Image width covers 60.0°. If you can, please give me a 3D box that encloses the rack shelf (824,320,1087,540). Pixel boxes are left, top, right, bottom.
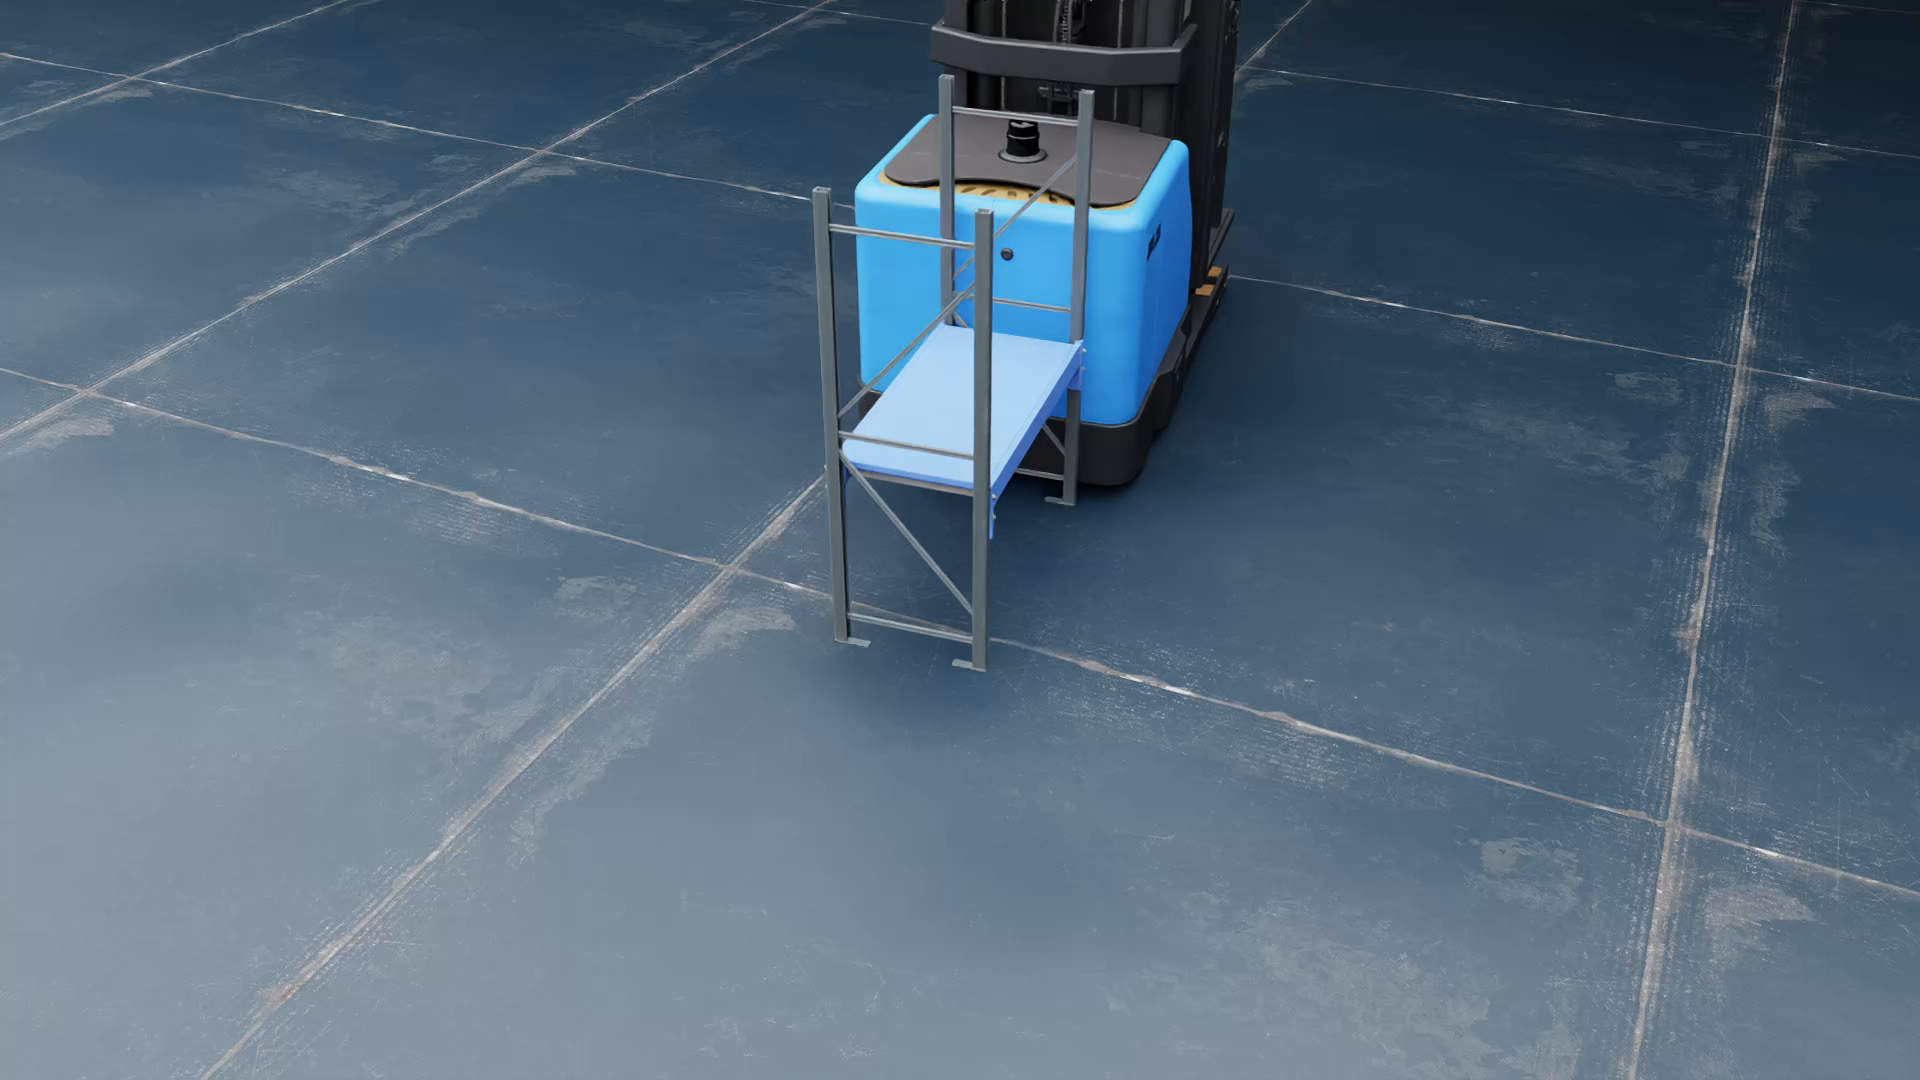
[{"bbox_3d":[0.010,-0.381,5.291,0.538,0.185,1.000,11,35,16],"label":"rack shelf"}]

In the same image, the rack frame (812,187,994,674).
[{"bbox_3d":[-0.154,-0.268,4.790,0.500,1.500,0.032,11,35,16],"label":"rack frame"}]

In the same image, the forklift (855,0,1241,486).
[{"bbox_3d":[0.551,-2.221,6.465,1.130,2.935,3.031,10,34,14],"label":"forklift"}]

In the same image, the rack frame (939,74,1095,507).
[{"bbox_3d":[0.175,-0.795,5.595,0.500,1.500,0.032,11,35,16],"label":"rack frame"}]

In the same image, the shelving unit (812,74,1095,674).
[{"bbox_3d":[0.010,-0.532,5.193,0.538,1.500,1.048,11,35,16],"label":"shelving unit"}]
